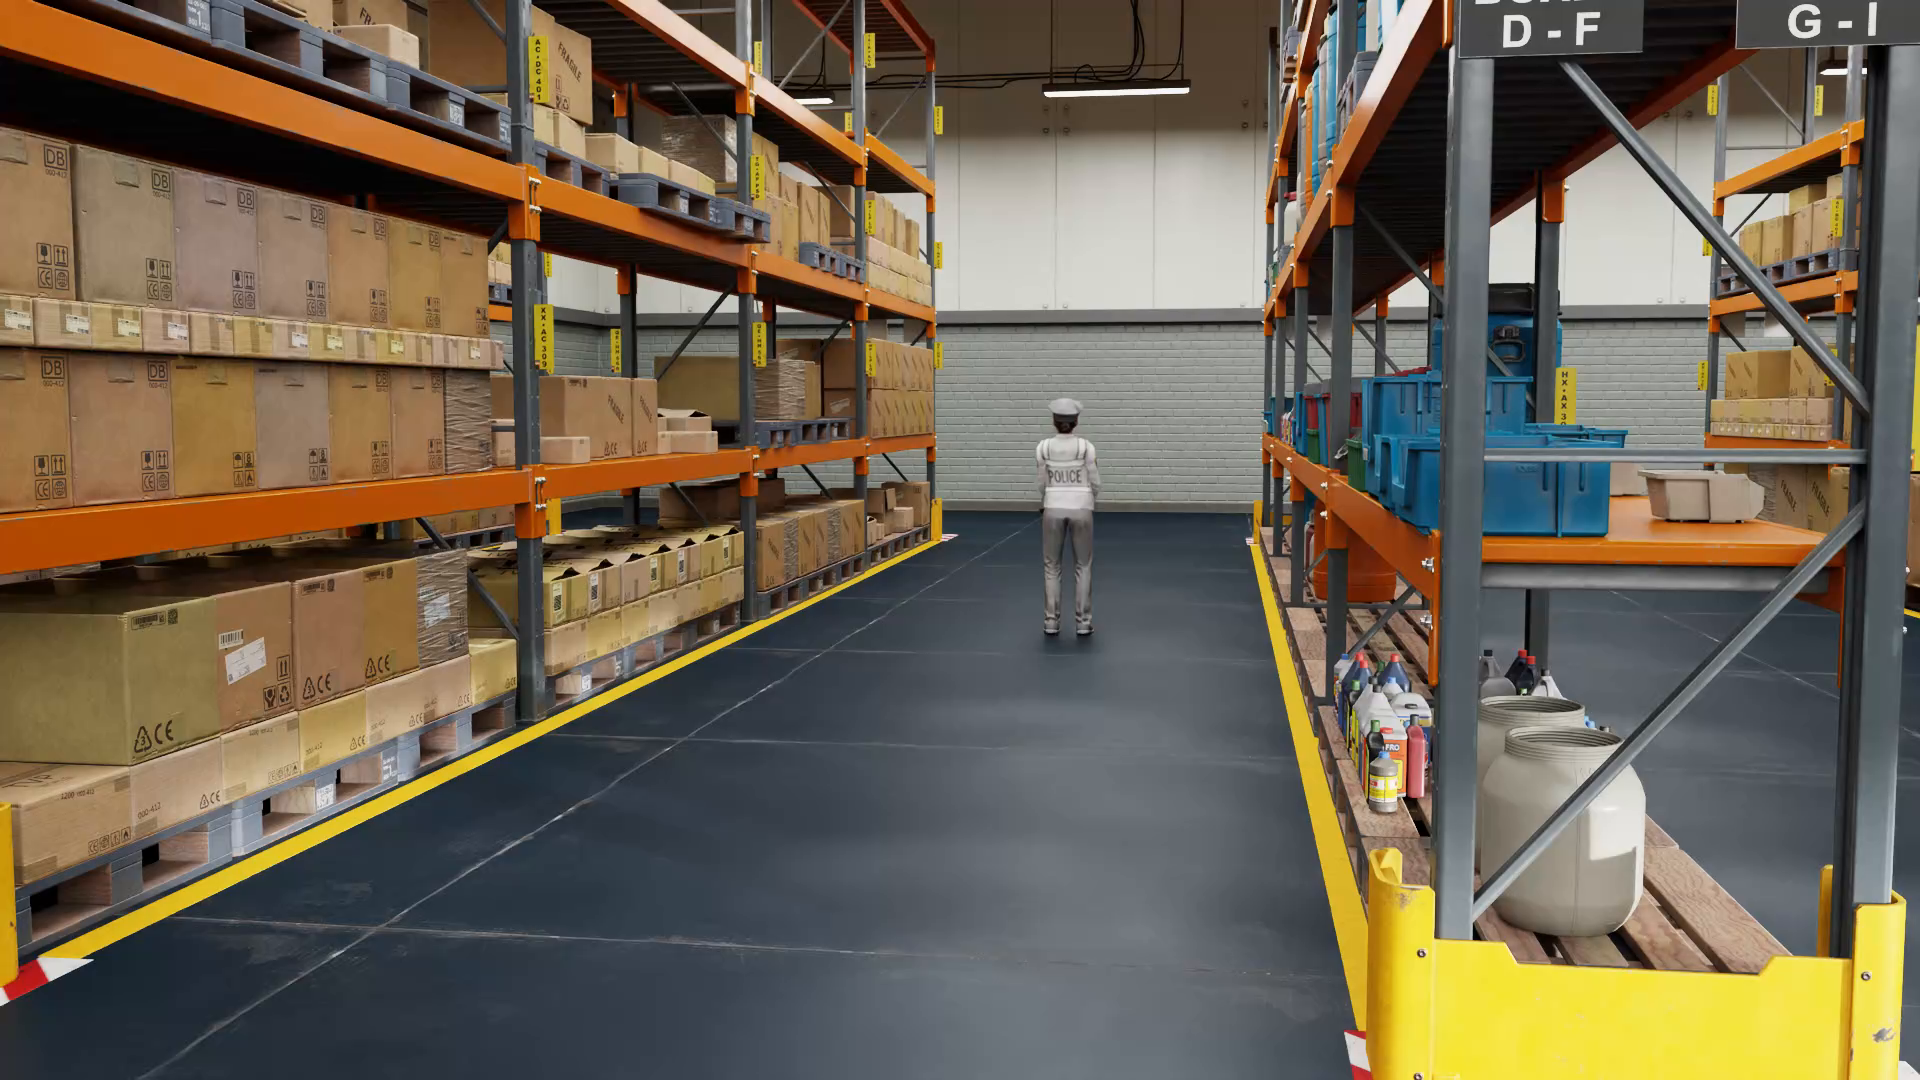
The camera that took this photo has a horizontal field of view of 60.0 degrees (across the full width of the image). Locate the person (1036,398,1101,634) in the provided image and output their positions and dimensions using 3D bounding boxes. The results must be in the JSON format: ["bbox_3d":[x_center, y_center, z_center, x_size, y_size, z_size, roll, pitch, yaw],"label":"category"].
[{"bbox_3d":[0.782,-0.173,11.924,0.459,1.688,0.543,1,5,10],"label":"person"}]
